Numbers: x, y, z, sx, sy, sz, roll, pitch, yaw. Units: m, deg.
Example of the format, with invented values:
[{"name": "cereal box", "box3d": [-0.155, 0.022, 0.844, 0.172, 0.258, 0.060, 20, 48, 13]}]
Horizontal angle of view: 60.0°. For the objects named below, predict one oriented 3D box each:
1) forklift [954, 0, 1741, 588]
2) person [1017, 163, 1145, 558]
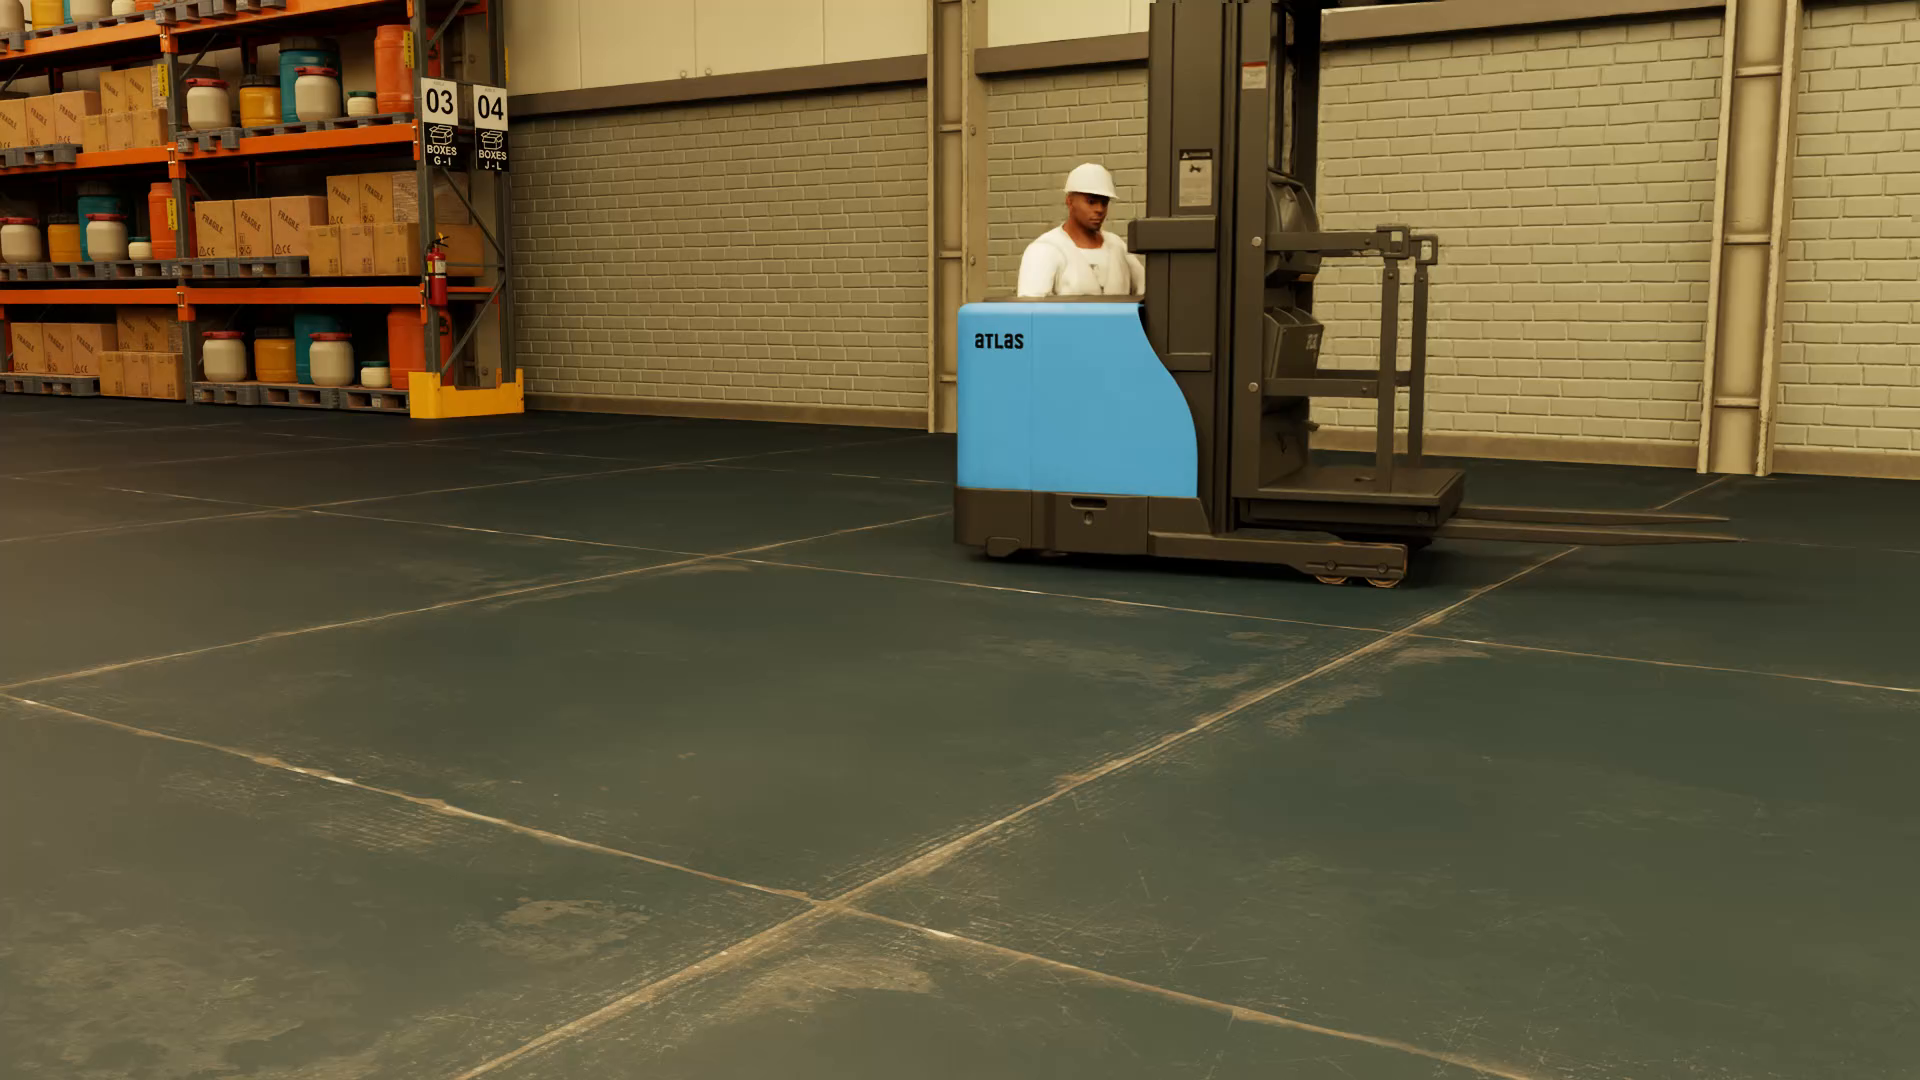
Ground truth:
[{"name": "forklift", "box3d": [1.543, -1.353, 6.708, 3.031, 2.935, 1.130, 3, 9, 21]}, {"name": "person", "box3d": [0.634, -0.745, 7.174, 0.826, 1.735, 0.583, -4, 9, -27]}]
